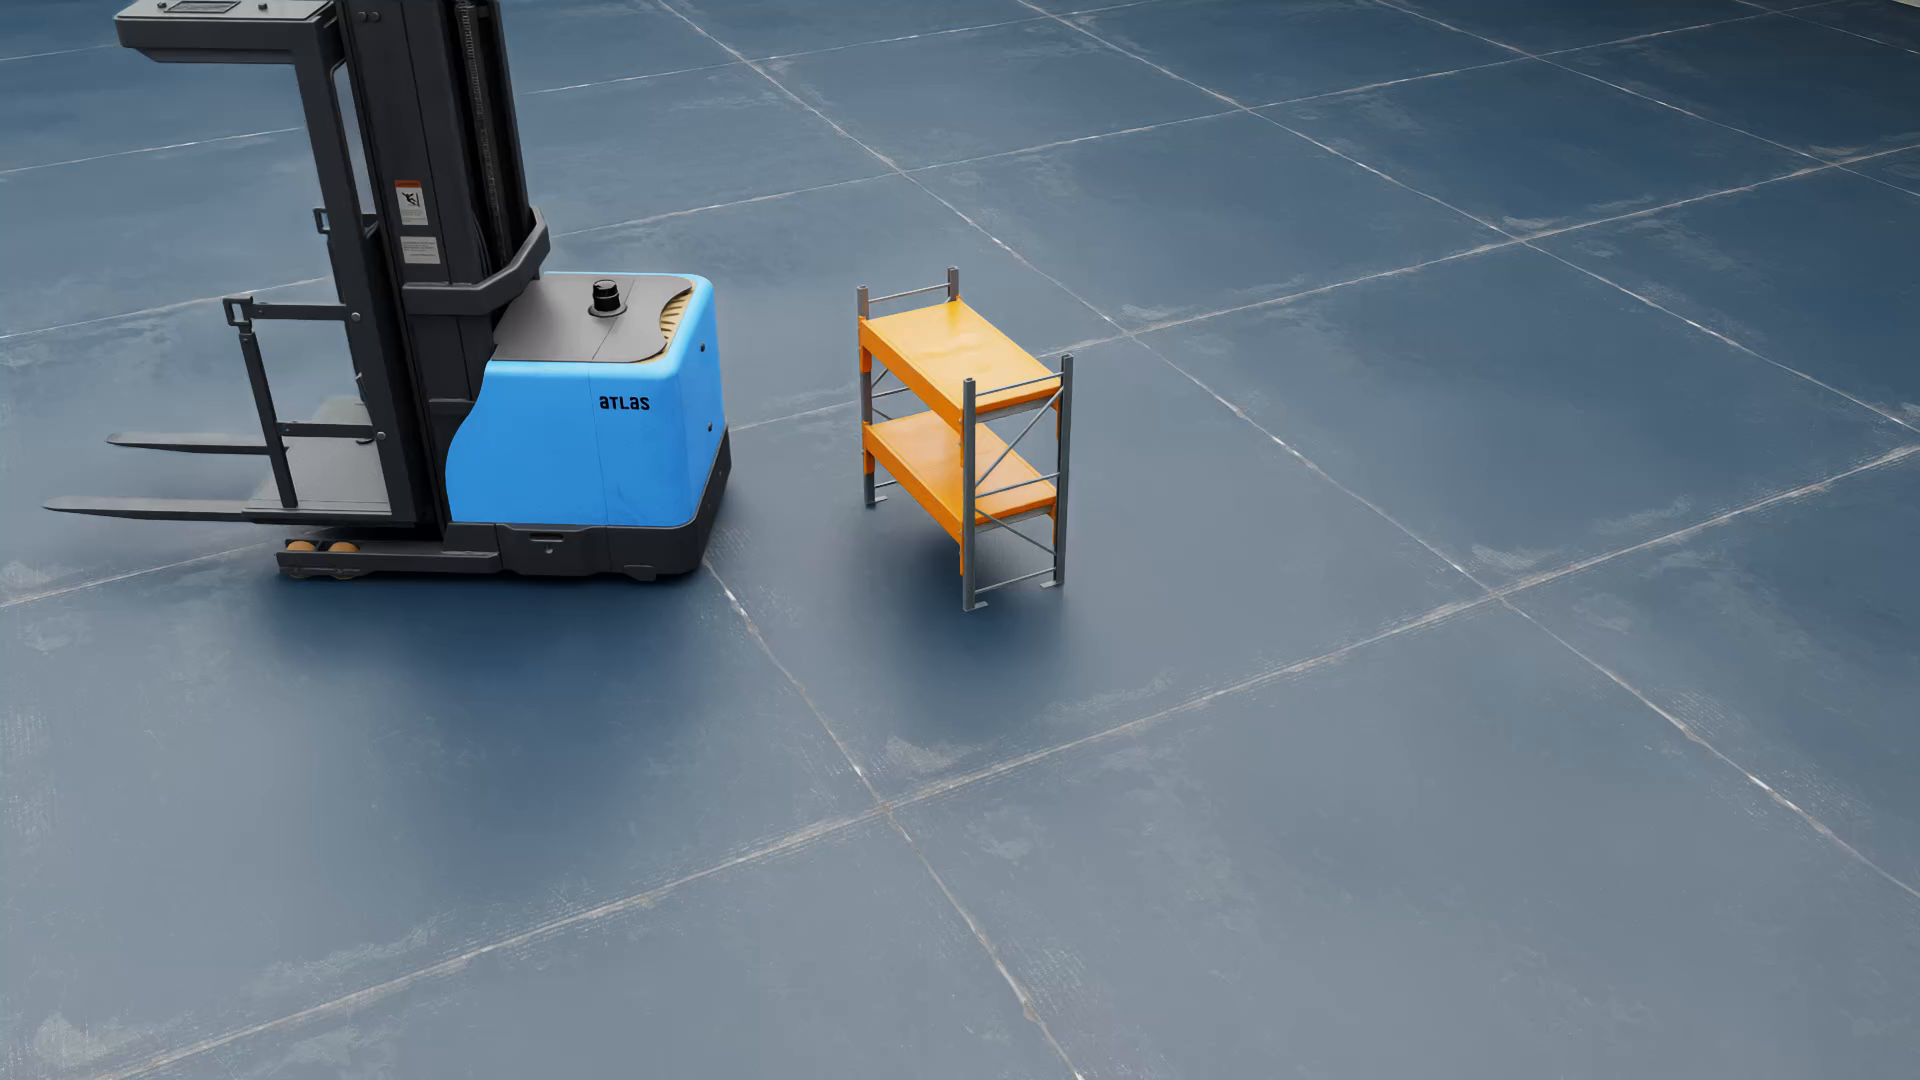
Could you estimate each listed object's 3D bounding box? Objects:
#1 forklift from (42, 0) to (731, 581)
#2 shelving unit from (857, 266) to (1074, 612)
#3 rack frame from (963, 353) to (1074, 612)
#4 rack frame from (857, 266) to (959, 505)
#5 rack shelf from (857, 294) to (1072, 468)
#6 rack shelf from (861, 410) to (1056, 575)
[{"bbox_3d":[-2.657,-1.340,7.124,3.031,2.935,1.130,1,33,2],"label":"forklift"},{"bbox_3d":[0.003,-0.470,7.442,0.538,1.125,1.048,-16,36,-23],"label":"shelving unit"},{"bbox_3d":[0.240,-0.228,7.063,0.500,1.125,0.032,-16,36,-23],"label":"rack frame"},{"bbox_3d":[-0.234,-0.713,7.820,0.500,1.125,0.032,-16,36,-23],"label":"rack frame"},{"bbox_3d":[0.003,-0.717,7.284,0.538,0.278,1.000,-16,36,-23],"label":"rack shelf"},{"bbox_3d":[0.003,-0.265,7.573,0.538,0.278,1.000,-16,36,-23],"label":"rack shelf"}]
